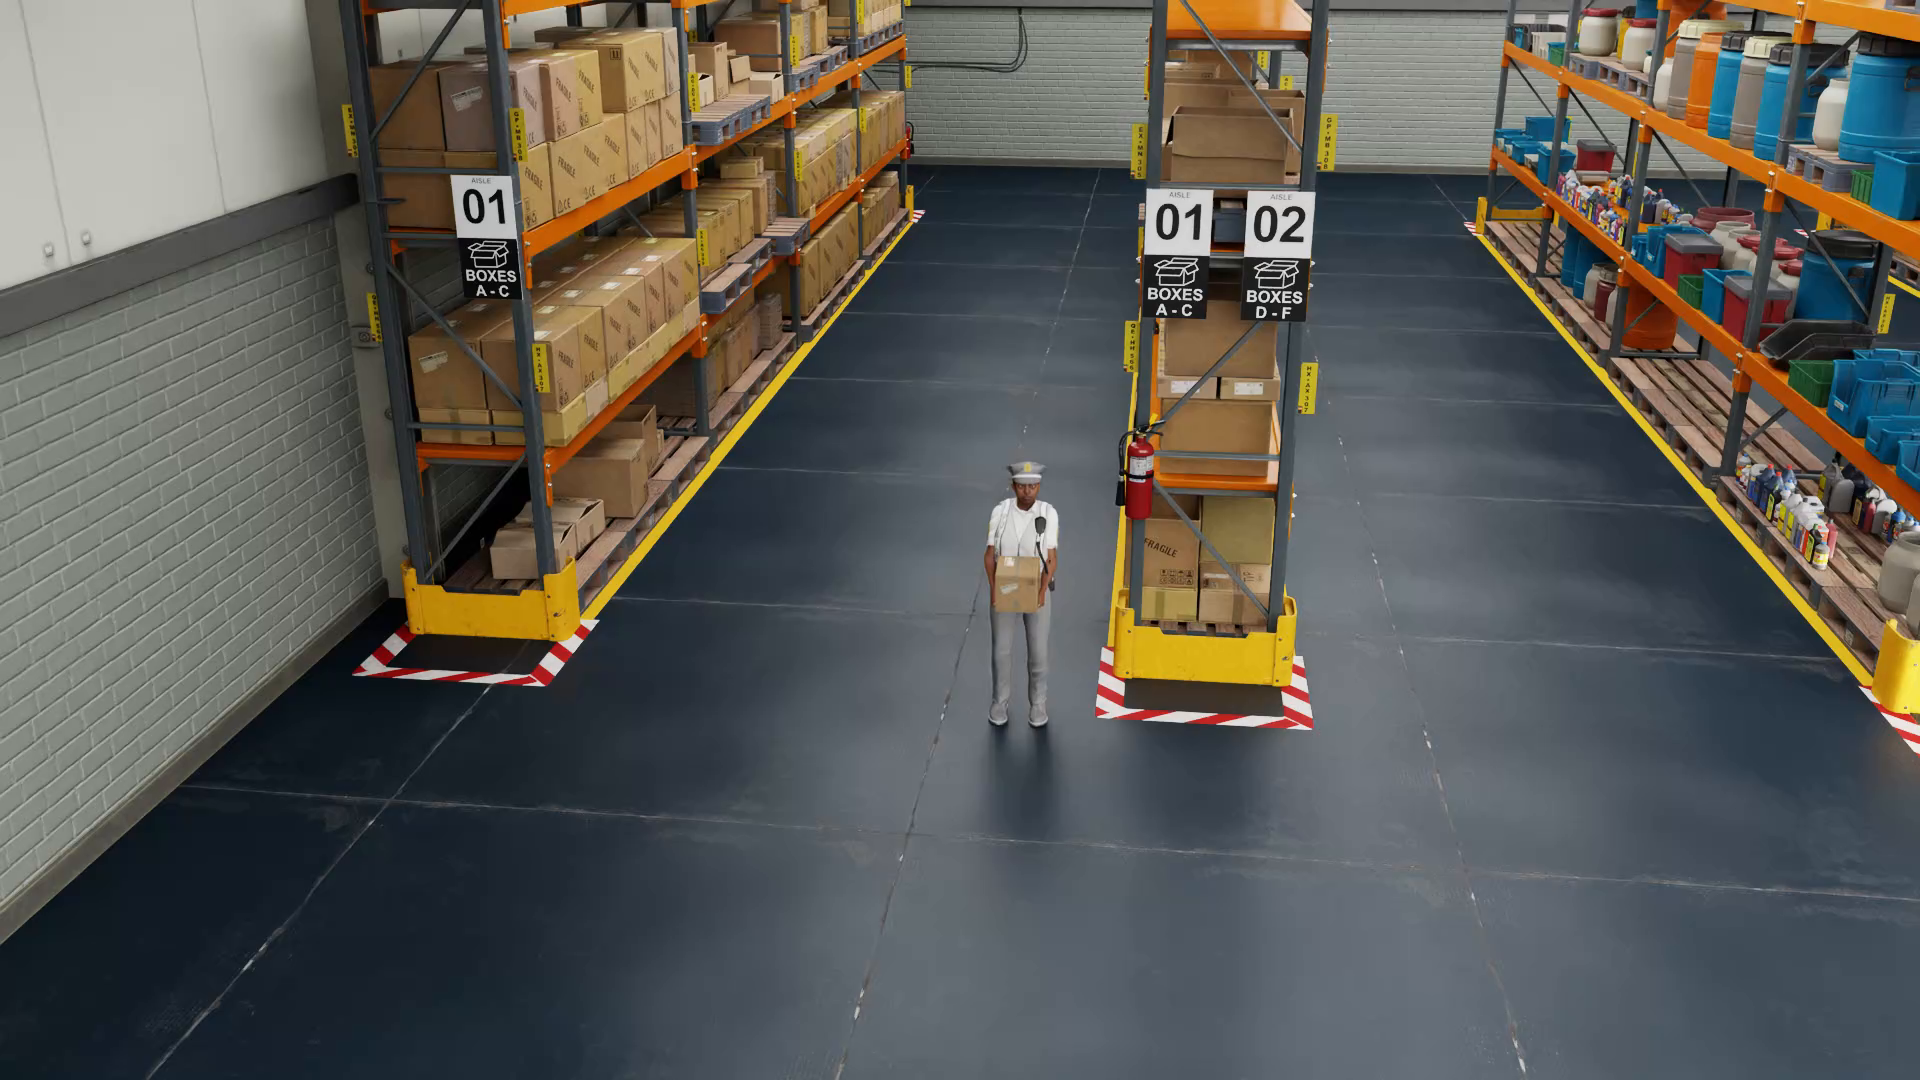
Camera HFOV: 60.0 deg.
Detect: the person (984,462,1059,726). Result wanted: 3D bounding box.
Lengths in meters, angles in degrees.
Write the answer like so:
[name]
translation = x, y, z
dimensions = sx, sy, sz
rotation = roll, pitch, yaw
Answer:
[person]
translation = 0.369, 0.341, 10.171
dimensions = 0.450, 1.688, 0.535
rotation = 2, 21, 5
